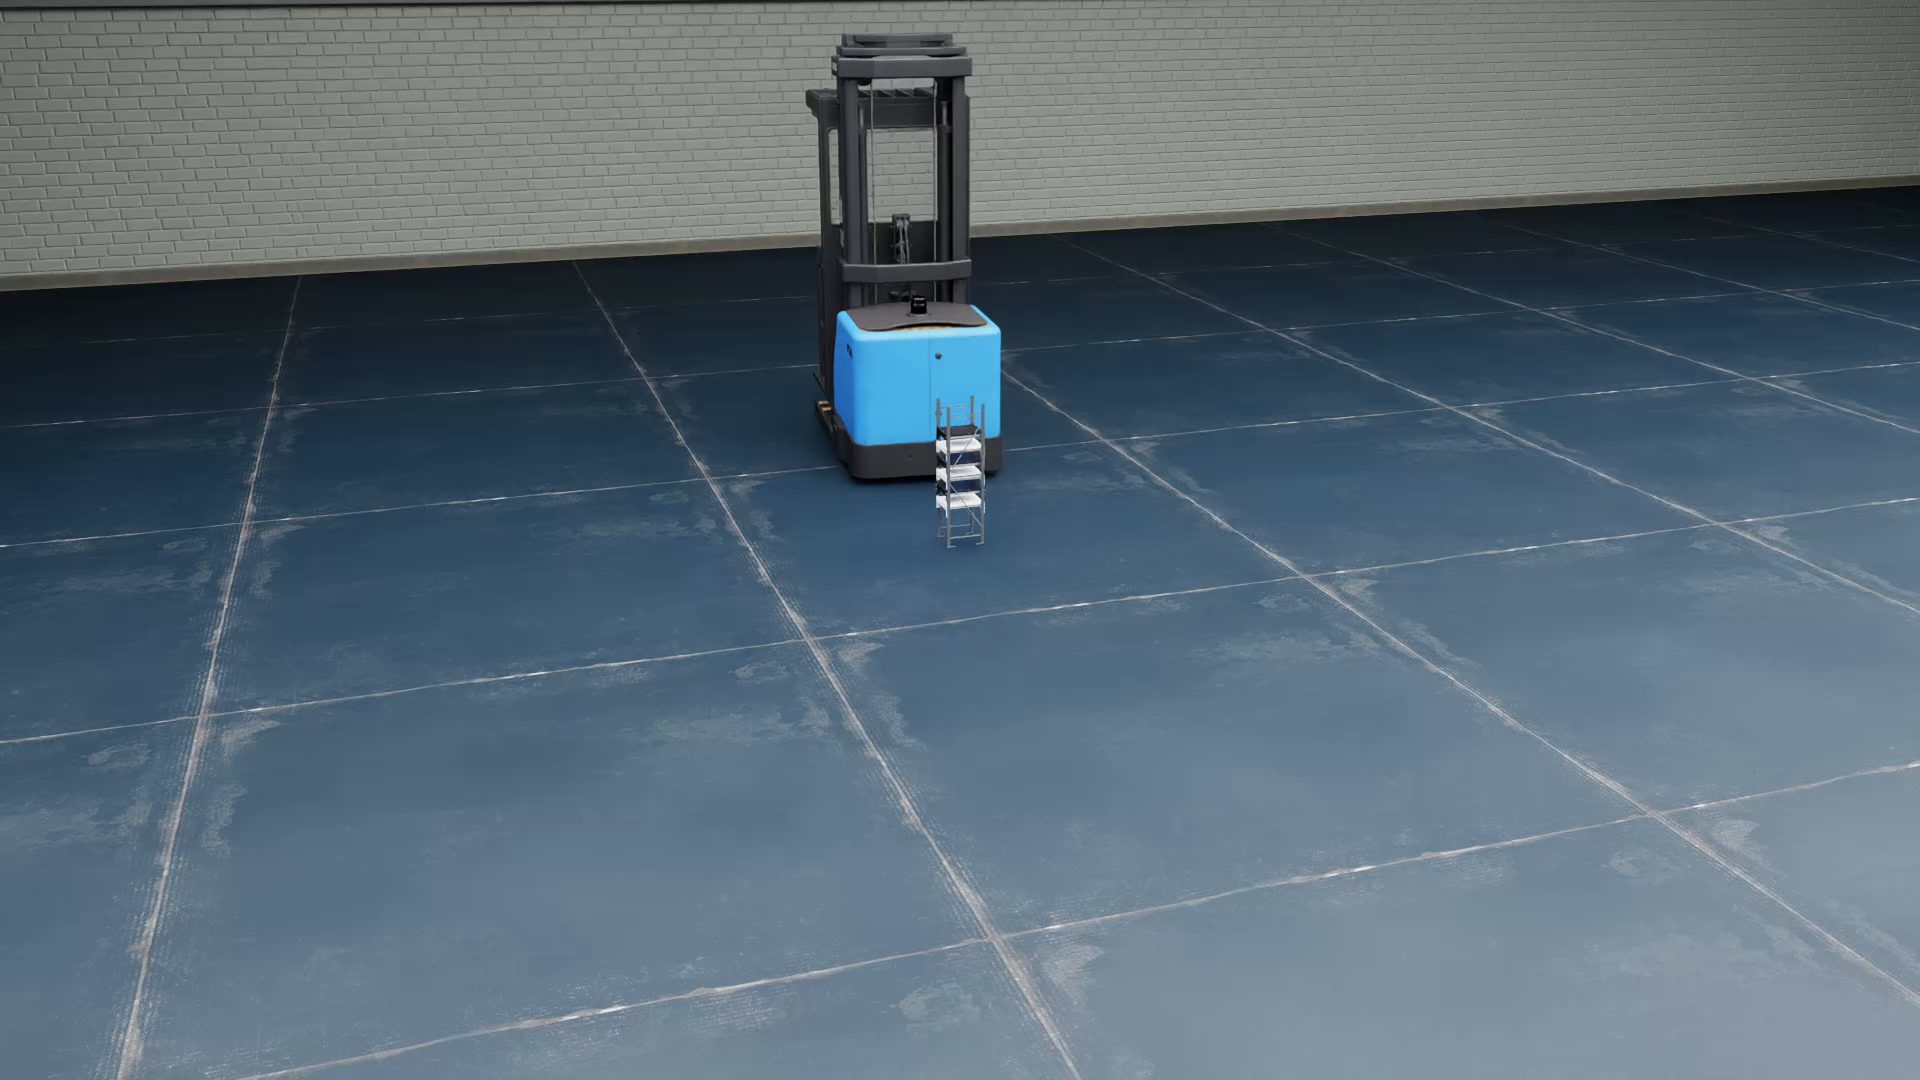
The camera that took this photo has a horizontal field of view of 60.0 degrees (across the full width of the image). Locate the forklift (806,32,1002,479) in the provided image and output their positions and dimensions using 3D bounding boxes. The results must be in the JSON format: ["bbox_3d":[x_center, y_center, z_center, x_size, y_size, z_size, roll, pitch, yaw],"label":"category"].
[{"bbox_3d":[-0.523,-2.260,12.371,1.130,2.935,3.031,-4,20,-12],"label":"forklift"}]

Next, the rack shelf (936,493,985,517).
[{"bbox_3d":[0.003,-0.220,10.329,0.258,0.077,0.200,-6,21,-17],"label":"rack shelf"}]

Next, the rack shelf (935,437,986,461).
[{"bbox_3d":[0.003,-0.559,10.208,0.258,0.077,0.200,-6,21,-17],"label":"rack shelf"}]

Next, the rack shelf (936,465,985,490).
[{"bbox_3d":[0.003,-0.390,10.268,0.258,0.077,0.200,-6,21,-17],"label":"rack shelf"}]

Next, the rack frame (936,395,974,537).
[{"bbox_3d":[-0.029,-0.454,10.348,0.240,0.900,0.006,-6,21,-17],"label":"rack frame"}]

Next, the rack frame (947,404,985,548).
[{"bbox_3d":[0.034,-0.388,10.166,0.240,0.900,0.006,-6,21,-17],"label":"rack frame"}]

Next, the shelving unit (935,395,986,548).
[{"bbox_3d":[0.003,-0.421,10.257,0.258,0.900,0.210,-6,21,-17],"label":"shelving unit"}]

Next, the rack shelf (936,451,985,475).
[{"bbox_3d":[0.003,-0.474,10.238,0.258,0.077,0.200,-6,21,-17],"label":"rack shelf"}]

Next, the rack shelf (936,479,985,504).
[{"bbox_3d":[0.003,-0.305,10.299,0.258,0.077,0.200,-6,21,-17],"label":"rack shelf"}]

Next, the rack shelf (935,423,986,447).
[{"bbox_3d":[0.003,-0.644,10.177,0.258,0.077,0.200,-6,21,-17],"label":"rack shelf"}]
